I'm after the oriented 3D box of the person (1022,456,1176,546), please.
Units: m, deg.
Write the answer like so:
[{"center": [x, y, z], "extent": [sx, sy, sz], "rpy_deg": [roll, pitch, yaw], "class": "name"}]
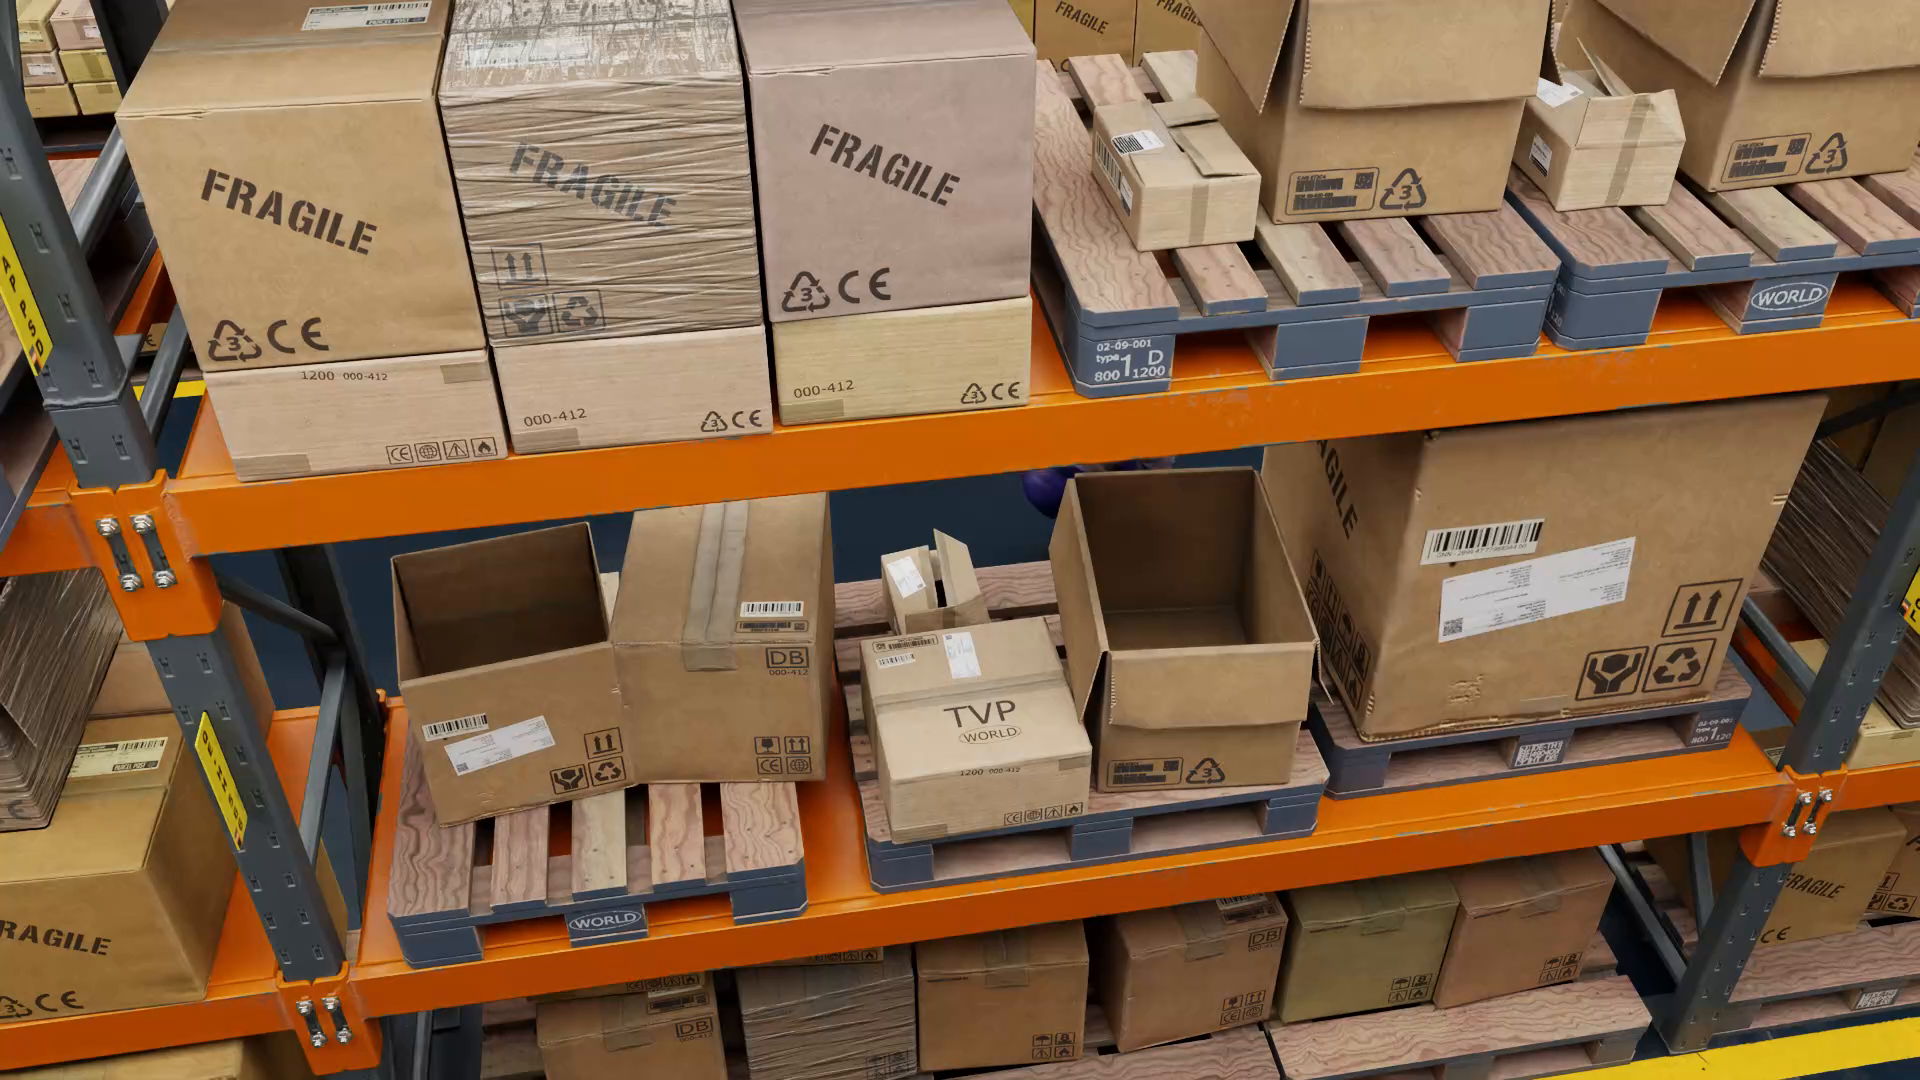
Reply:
[{"center": [0.674, -0.191, 7.069], "extent": [0.820, 0.821, 0.519], "rpy_deg": [-6, 39, -8], "class": "person"}]
